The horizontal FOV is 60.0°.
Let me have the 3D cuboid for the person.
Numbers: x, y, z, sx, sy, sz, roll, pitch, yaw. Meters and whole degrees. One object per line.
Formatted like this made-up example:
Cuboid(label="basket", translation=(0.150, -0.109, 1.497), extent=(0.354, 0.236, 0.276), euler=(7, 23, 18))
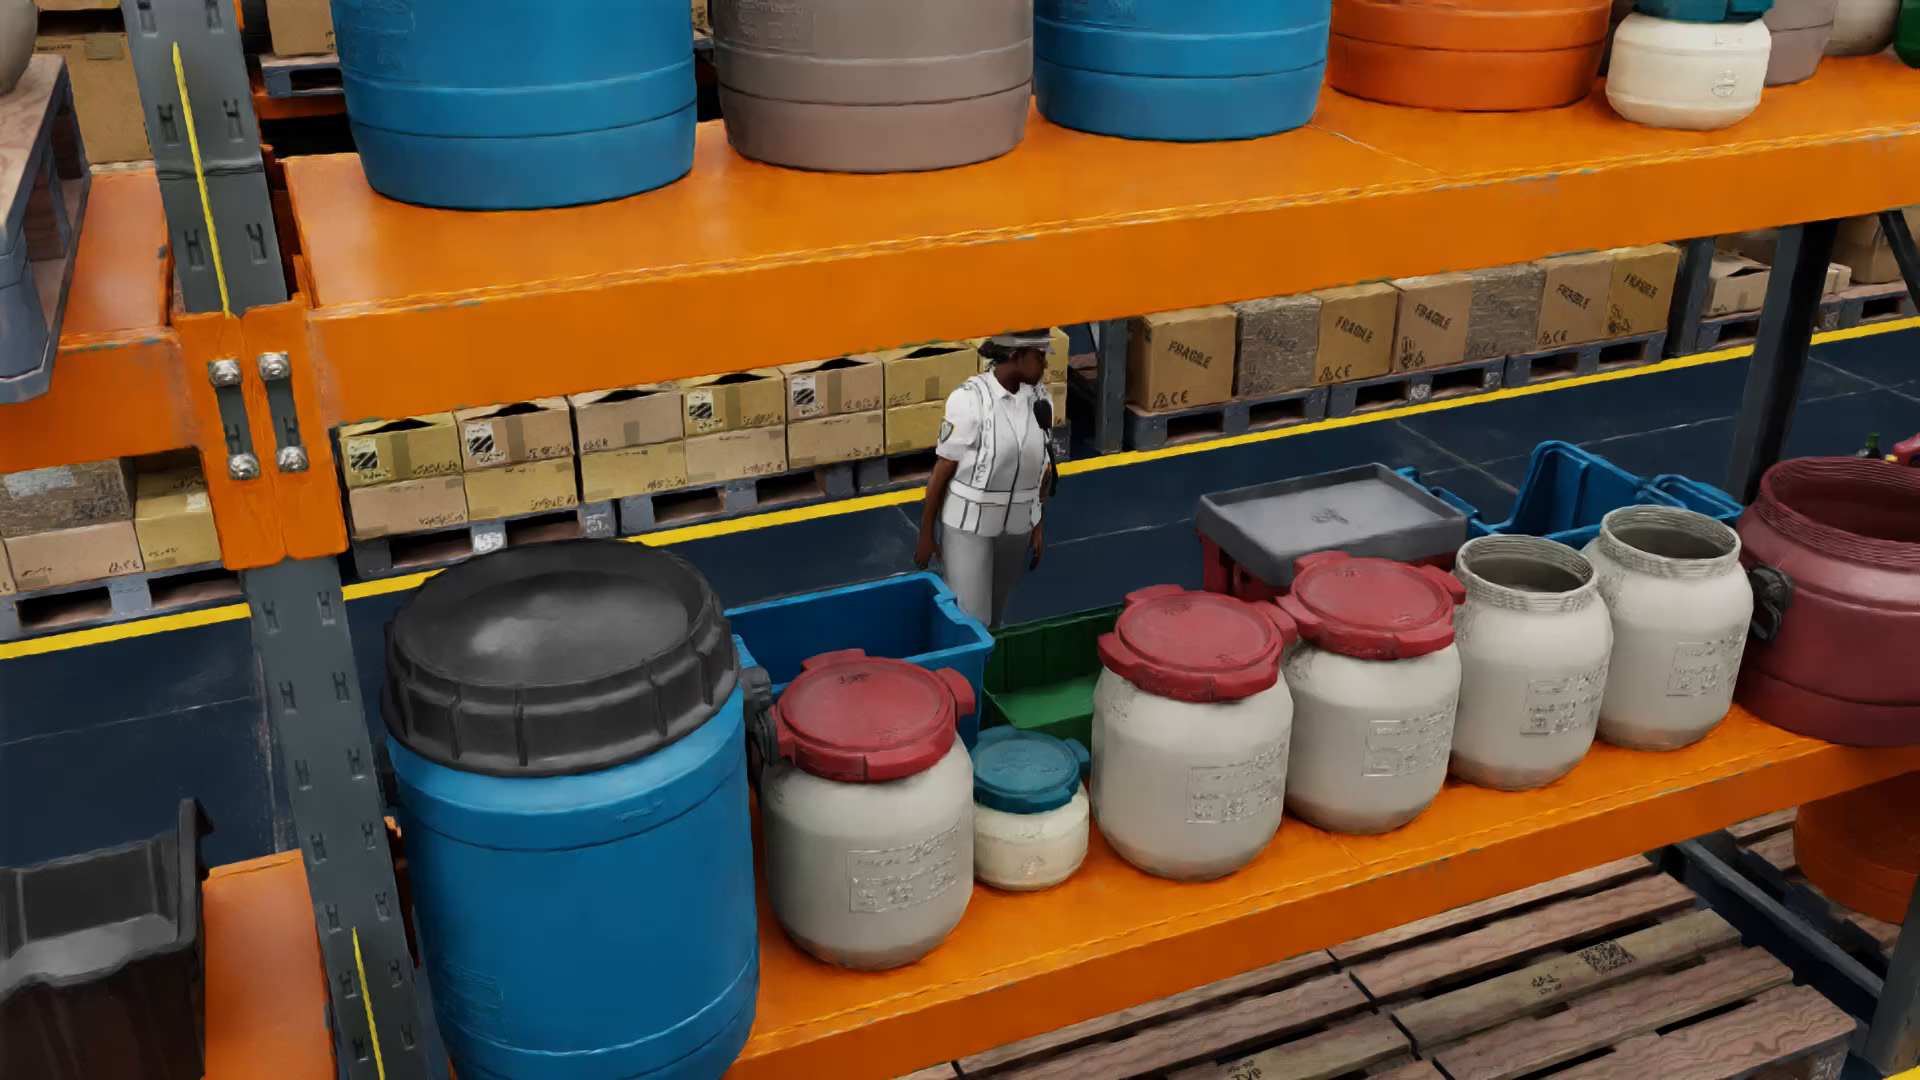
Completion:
Cuboid(label="person", translation=(0.076, 0.005, 6.085), extent=(0.663, 1.656, 0.438), euler=(-13, 29, -24))
